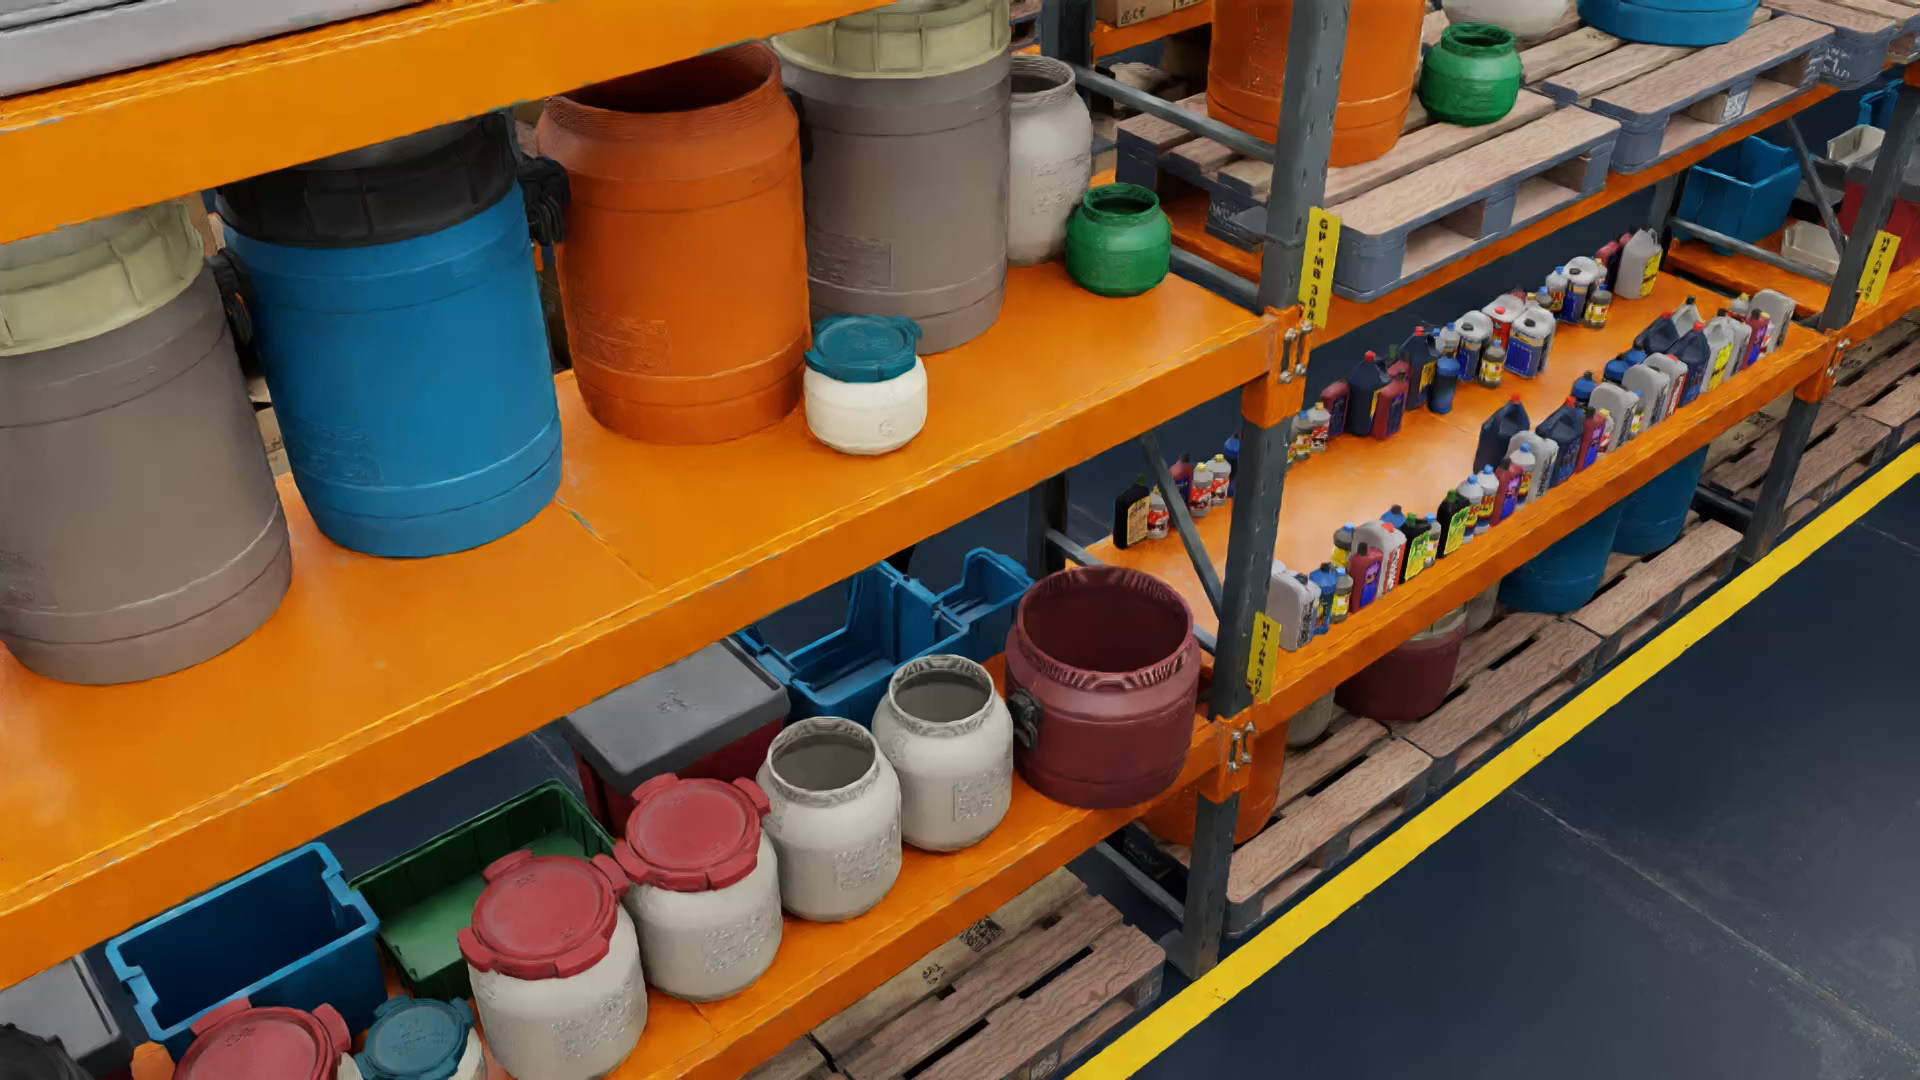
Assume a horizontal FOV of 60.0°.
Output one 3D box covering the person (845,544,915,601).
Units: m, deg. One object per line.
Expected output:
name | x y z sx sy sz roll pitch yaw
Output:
person | -0.241 -0.073 7.192 0.447 1.577 0.462 8 37 11
